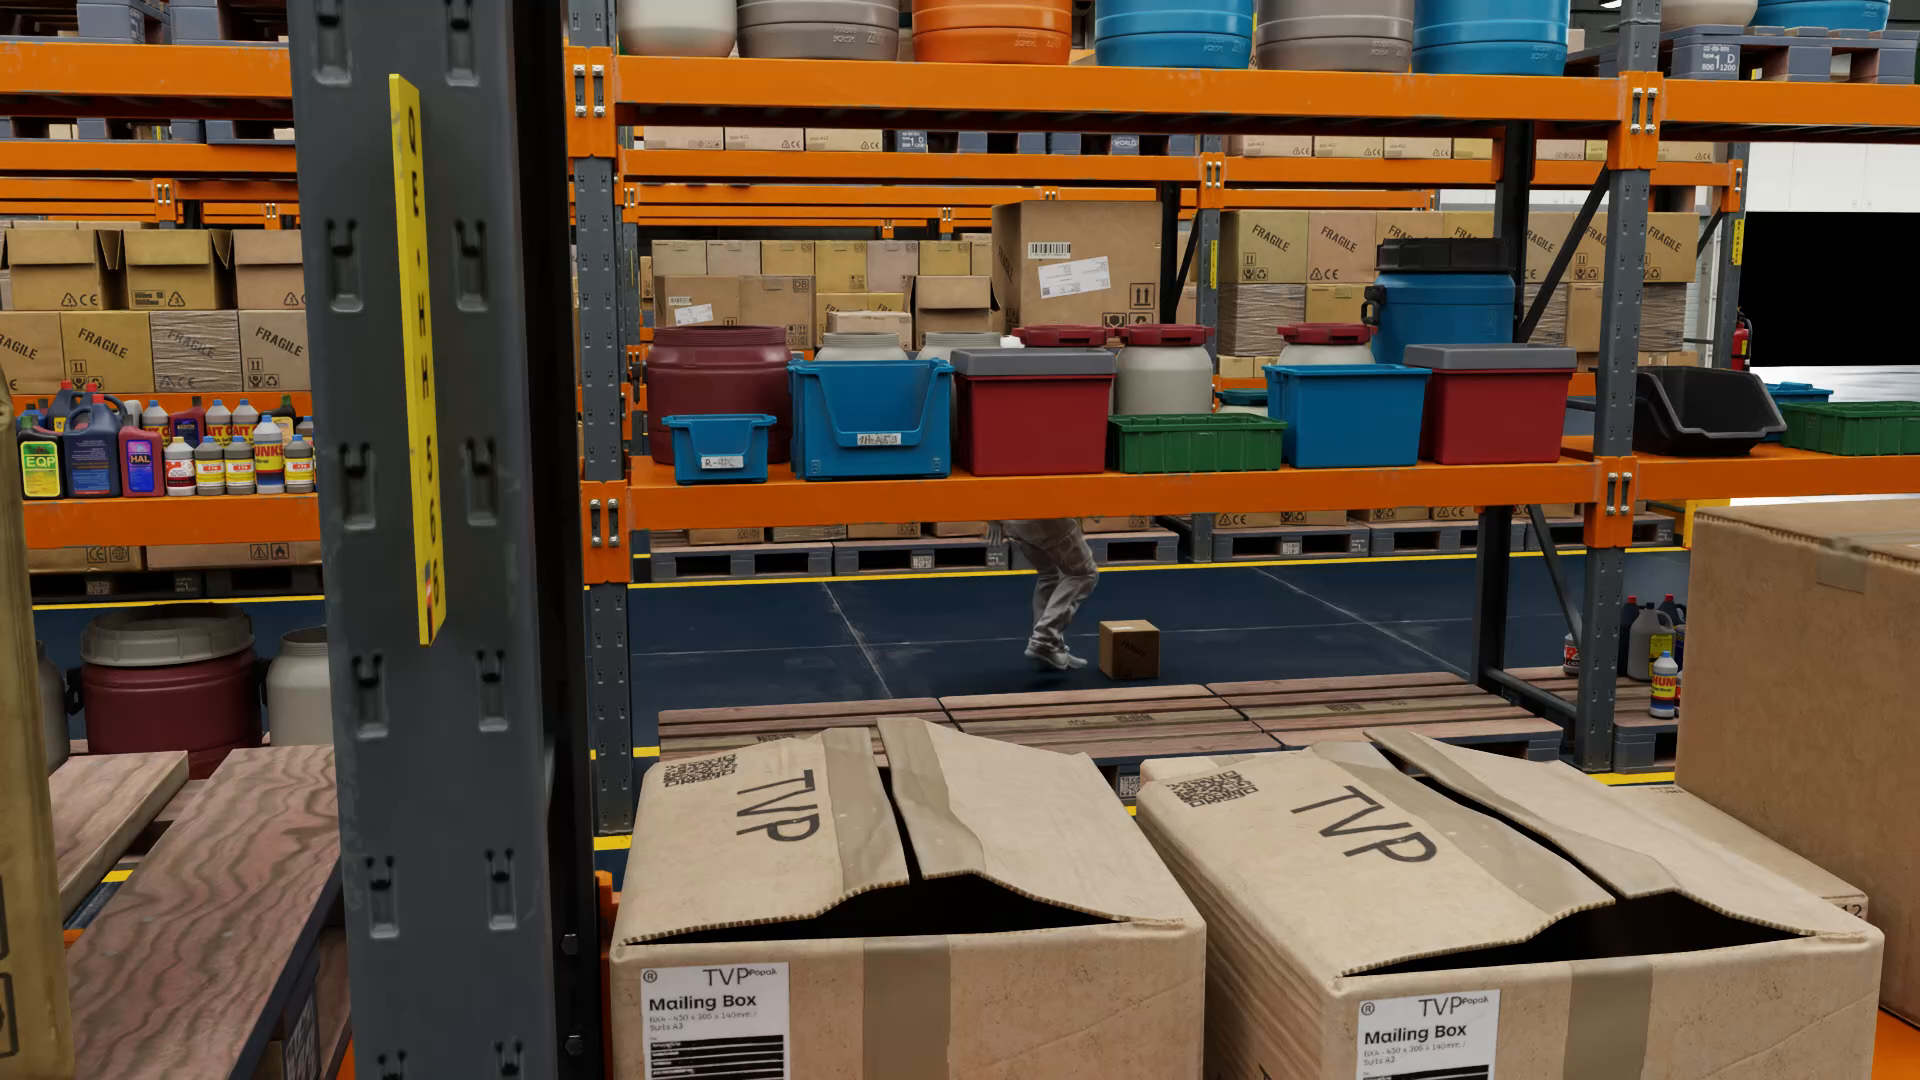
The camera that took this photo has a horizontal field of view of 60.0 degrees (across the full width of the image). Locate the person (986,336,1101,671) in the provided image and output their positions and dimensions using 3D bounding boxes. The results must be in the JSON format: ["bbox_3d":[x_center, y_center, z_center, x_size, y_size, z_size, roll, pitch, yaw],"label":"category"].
[{"bbox_3d":[0.435,-0.152,8.427,0.657,1.755,0.608,-6,11,-32],"label":"person"}]
